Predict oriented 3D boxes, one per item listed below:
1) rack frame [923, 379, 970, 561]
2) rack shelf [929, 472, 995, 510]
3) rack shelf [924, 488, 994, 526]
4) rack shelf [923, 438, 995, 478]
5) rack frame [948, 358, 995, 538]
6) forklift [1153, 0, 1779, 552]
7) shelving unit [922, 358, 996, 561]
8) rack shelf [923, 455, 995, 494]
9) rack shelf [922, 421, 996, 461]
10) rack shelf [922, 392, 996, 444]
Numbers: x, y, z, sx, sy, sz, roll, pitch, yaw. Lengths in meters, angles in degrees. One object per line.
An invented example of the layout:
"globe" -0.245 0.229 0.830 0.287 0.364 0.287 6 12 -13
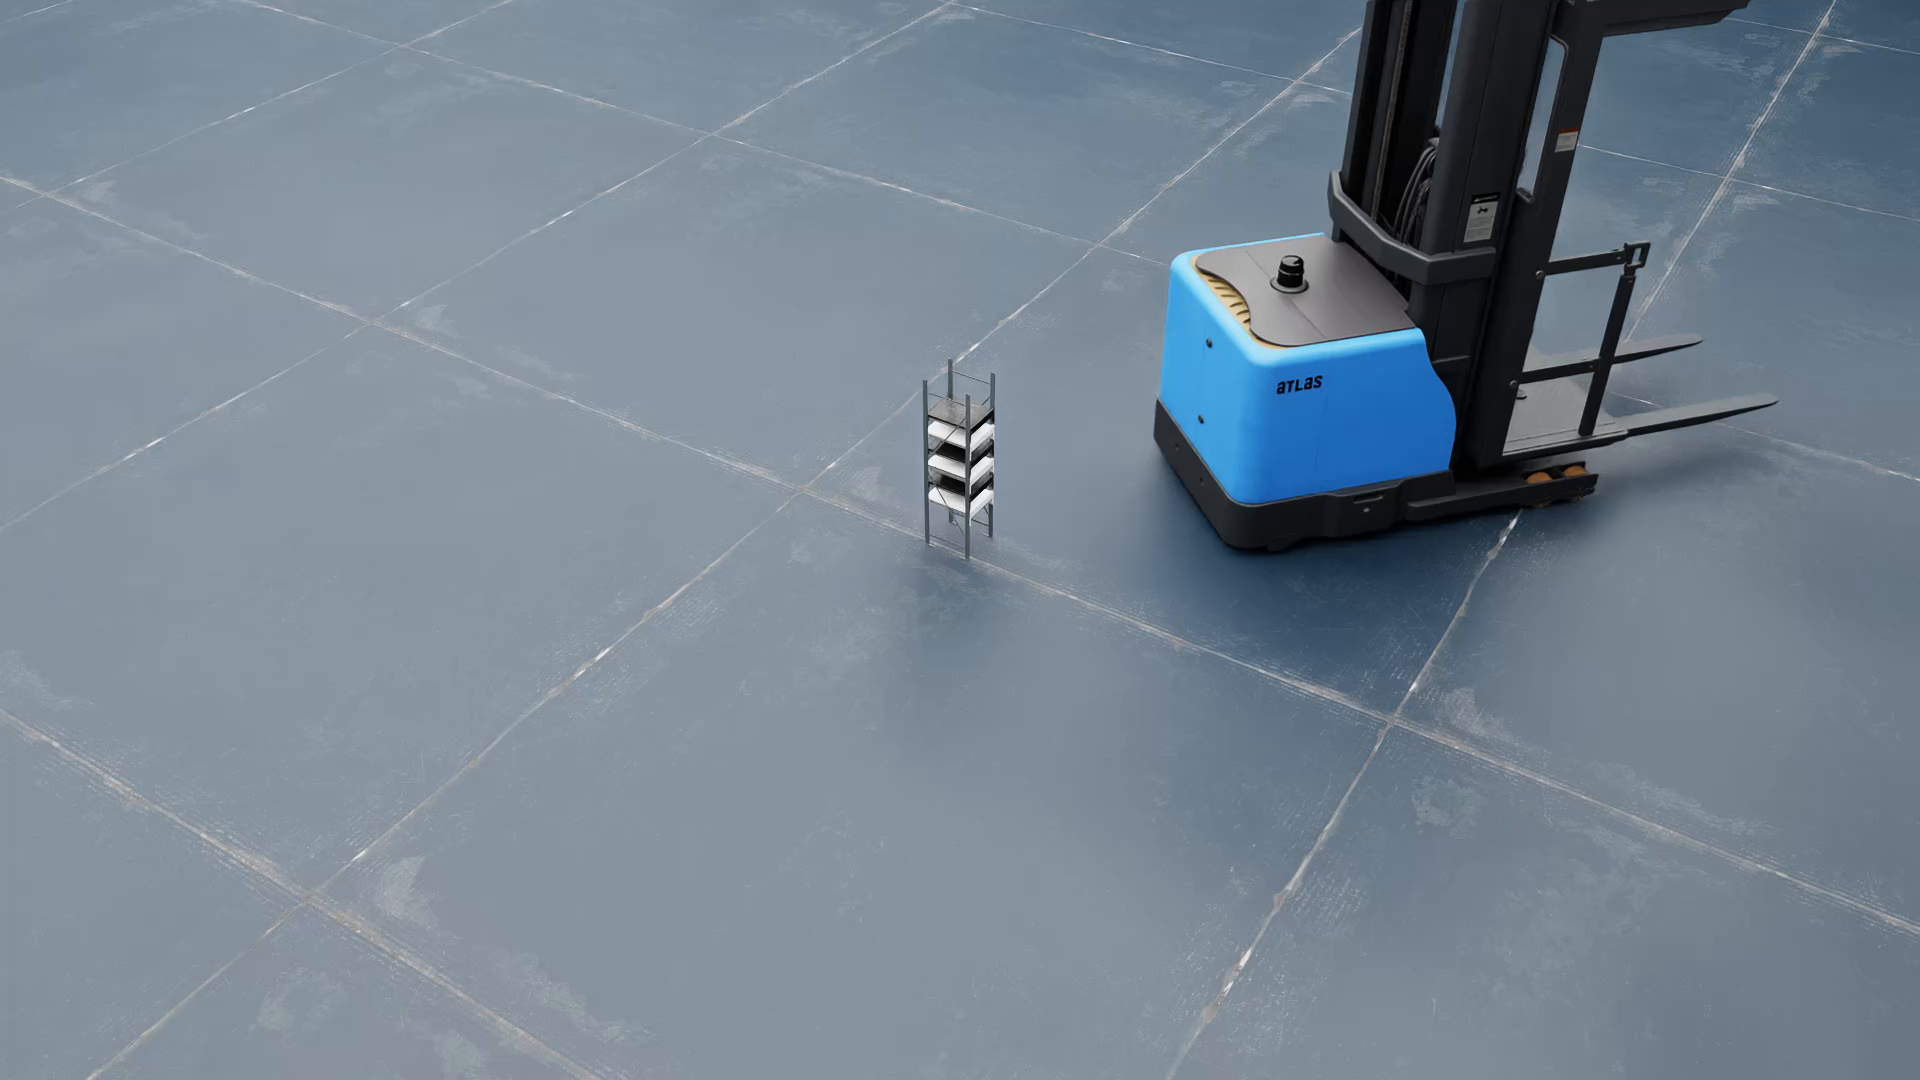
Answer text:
"rack frame" -0.059 -0.300 7.402 0.240 0.900 0.006 21 42 25
"rack shelf" -0.004 -0.255 7.545 0.258 0.077 0.200 21 42 25
"rack shelf" -0.004 -0.183 7.600 0.258 0.077 0.200 21 42 25
"rack shelf" -0.004 -0.397 7.435 0.258 0.077 0.200 21 42 25
"rack frame" 0.050 -0.405 7.538 0.240 0.900 0.006 21 42 25
"forklift" 2.540 -1.616 7.445 3.031 2.935 1.130 -10 39 -13
"shelving unit" -0.004 -0.352 7.470 0.258 0.900 0.210 21 42 25
"rack shelf" -0.004 -0.326 7.490 0.258 0.077 0.200 21 42 25
"rack shelf" -0.004 -0.468 7.380 0.258 0.077 0.200 21 42 25
"rack shelf" -0.004 -0.540 7.325 0.258 0.077 0.200 21 42 25
